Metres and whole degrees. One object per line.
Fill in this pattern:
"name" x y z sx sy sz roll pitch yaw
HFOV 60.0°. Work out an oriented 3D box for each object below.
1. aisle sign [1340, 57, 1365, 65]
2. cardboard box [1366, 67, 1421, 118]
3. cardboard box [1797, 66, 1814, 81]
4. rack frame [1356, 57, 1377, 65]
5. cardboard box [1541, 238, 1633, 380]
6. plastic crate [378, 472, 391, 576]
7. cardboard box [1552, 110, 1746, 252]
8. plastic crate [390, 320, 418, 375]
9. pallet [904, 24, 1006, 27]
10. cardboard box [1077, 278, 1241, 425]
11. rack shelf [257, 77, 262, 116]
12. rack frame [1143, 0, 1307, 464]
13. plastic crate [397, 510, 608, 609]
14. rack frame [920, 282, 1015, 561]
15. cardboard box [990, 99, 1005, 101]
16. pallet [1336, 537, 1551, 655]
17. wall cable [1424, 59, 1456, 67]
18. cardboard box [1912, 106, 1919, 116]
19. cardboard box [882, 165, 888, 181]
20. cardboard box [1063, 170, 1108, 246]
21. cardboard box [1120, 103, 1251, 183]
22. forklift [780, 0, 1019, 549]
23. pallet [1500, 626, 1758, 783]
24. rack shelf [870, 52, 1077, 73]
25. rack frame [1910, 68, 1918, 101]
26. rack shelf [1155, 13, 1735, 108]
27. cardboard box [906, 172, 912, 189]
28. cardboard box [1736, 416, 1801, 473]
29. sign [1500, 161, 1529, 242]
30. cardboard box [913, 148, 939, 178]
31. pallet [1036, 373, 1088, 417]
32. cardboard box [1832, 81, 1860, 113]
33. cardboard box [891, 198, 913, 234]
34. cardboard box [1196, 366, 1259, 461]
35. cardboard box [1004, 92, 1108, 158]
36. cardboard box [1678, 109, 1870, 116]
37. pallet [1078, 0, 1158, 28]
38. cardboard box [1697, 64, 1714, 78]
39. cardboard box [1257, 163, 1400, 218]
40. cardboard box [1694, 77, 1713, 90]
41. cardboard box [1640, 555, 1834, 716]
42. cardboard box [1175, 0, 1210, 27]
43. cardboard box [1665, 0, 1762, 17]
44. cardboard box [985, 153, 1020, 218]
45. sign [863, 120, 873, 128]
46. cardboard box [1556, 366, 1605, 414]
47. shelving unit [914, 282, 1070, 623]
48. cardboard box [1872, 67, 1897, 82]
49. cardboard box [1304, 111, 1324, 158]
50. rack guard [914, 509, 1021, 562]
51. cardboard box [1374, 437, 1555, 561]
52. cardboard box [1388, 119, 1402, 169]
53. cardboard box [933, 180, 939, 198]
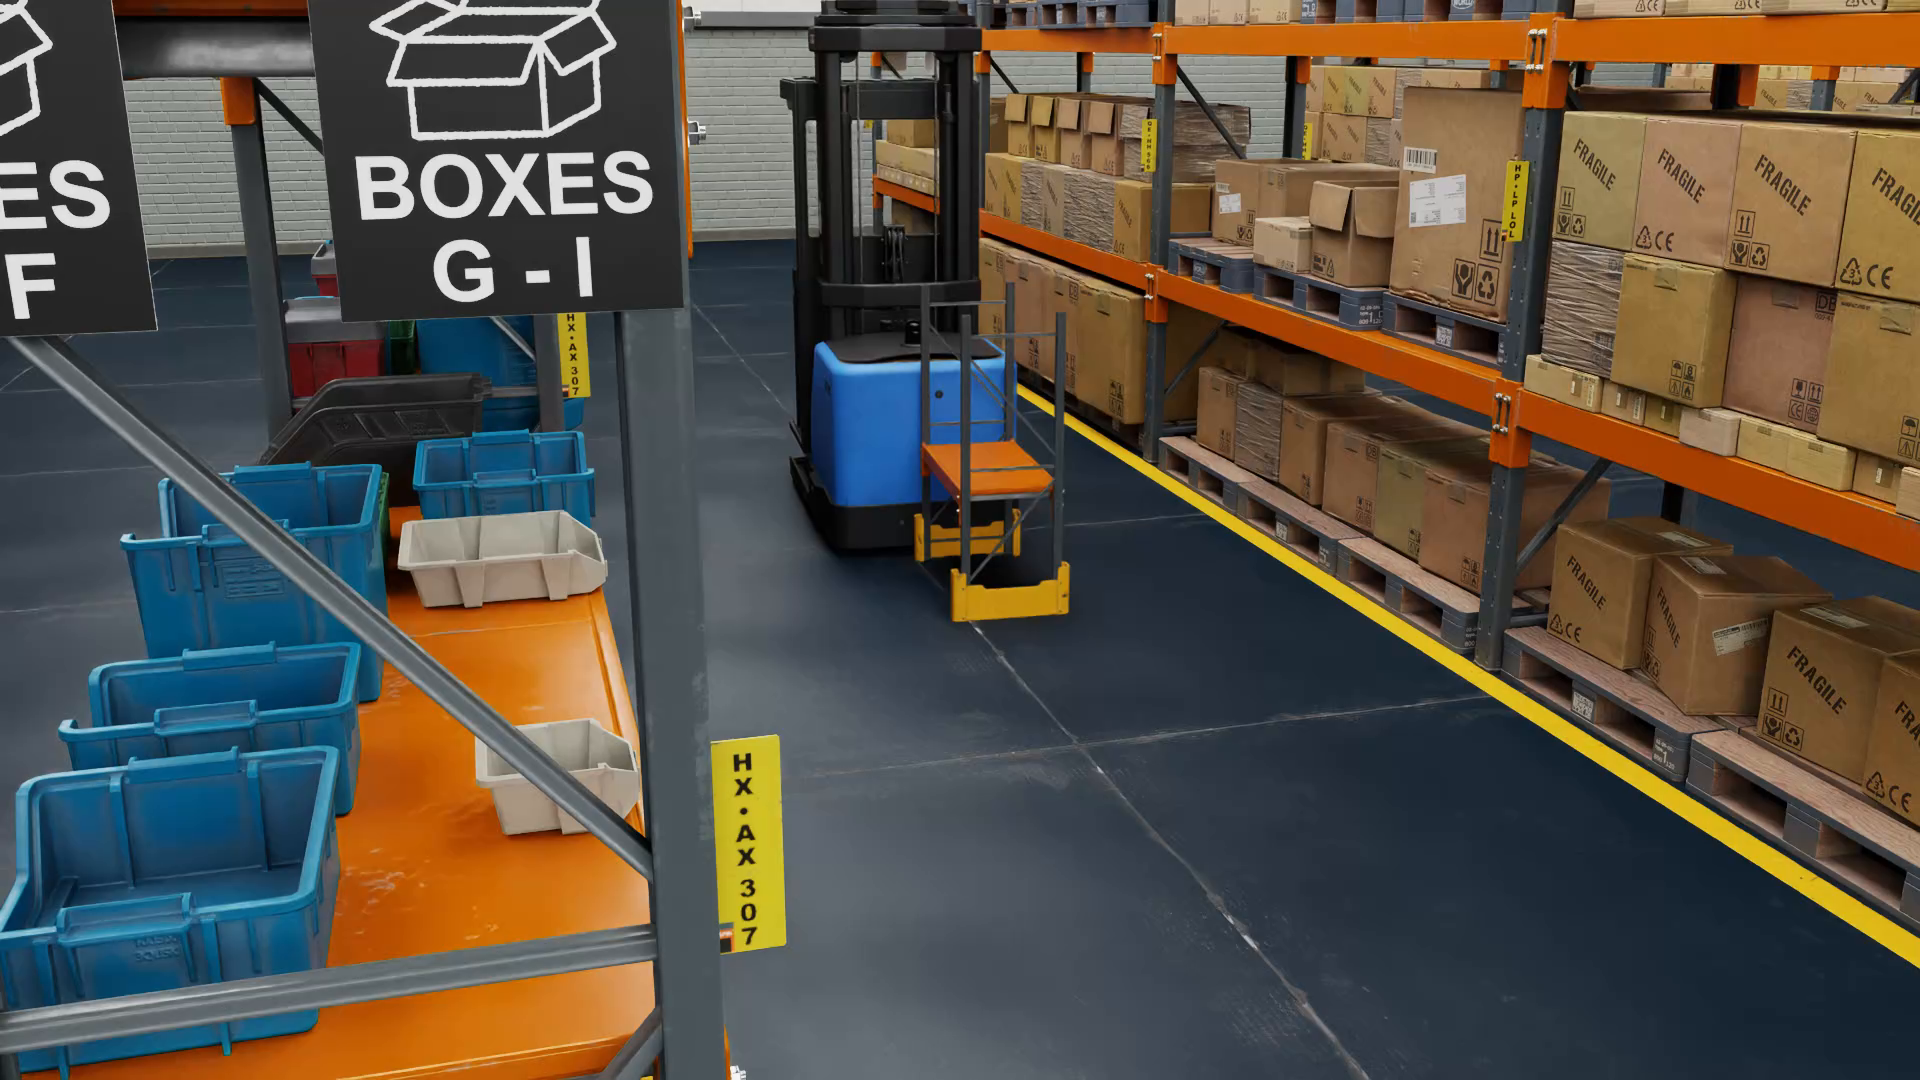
"aisle sign" 4.602 -5.867 19.250 0.394 0.787 0.004 -5 17 -15
"cardboard box" 4.612 -4.676 17.377 0.500 0.500 0.500 -5 18 -17
"cardboard box" 9.483 -5.147 18.332 0.380 0.149 0.250 -5 17 -16
"rack frame" 4.334 -4.578 19.478 1.000 3.000 0.127 -5 17 -15
"cardboard box" 2.899 -0.955 6.727 0.875 0.500 0.500 -5 17 -15
"plastic crate" -1.826 -0.003 4.618 0.450 0.188 0.662 -5 17 -15
"cardboard box" 2.714 -1.419 6.533 0.500 0.500 0.500 -5 17 -15
"plastic crate" -2.677 -0.861 7.471 0.450 0.188 0.662 -5 17 -15
"pallet" 0.090 -5.065 16.041 1.003 0.211 1.213 -5 17 -15
"cardboard box" 1.566 -1.377 11.785 1.225 0.875 0.875 -6 18 -18
"rack shelf" -2.477 -2.148 7.425 1.077 0.370 4.000 -5 17 -15
"rack frame" 1.736 -2.001 10.898 1.000 3.000 0.127 -5 17 -15
"plastic crate" -1.238 0.053 4.521 0.530 0.136 0.437 -5 17 -15
"rack frame" 0.041 -0.624 8.923 0.500 1.500 0.032 -3 17 -11
"cardboard box" 0.119 -3.782 15.268 0.500 0.500 0.500 -5 17 -15
"pallet" 2.619 0.226 8.333 1.003 0.211 1.213 -5 17 -15
"wall cable" 7.493 -7.056 25.909 0.585 1.953 0.123 -5 17 -15
"cardboard box" 6.786 -2.627 11.071 0.700 0.500 0.500 -5 17 -16
"cardboard box" -0.611 -3.898 17.652 0.380 0.149 0.250 -5 17 -16
"cardboard box" 1.084 -2.447 12.211 0.500 0.500 0.500 -5 18 -17
"cardboard box" 1.550 -2.733 11.417 0.797 0.503 0.637 -4 17 -13
"forklift" -0.480 -1.736 10.137 1.130 2.935 3.031 -3 17 -11
"pallet" 3.053 0.624 7.007 1.003 0.211 1.213 -5 17 -15
"rack shelf" 0.087 -4.752 16.096 1.077 0.370 4.000 -5 17 -15
"rack frame" 10.165 -3.891 17.190 1.000 3.000 0.127 -5 17 -15
"rack shelf" 2.285 -2.540 8.729 1.077 0.370 4.000 -5 17 -15
"cardboard box" -0.327 -3.613 16.704 0.380 0.149 0.250 -5 17 -16
"cardboard box" 2.972 -0.347 5.829 0.380 0.149 0.250 -5 17 -15
"sign" 2.302 -1.404 6.899 0.100 0.325 0.005 -5 17 -15
"cardboard box" -0.158 -3.704 16.311 0.500 0.250 0.500 -5 17 -16
"pallet" 1.260 -1.226 13.167 1.003 0.211 1.213 -5 17 -15
"cardboard box" 9.638 -4.667 17.863 0.500 0.500 0.500 -5 17 -16
"cardboard box" -0.210 -3.226 17.942 0.875 0.875 0.875 -5 17 -15
"cardboard box" 1.939 -0.830 10.583 0.700 0.500 0.500 -6 18 -18
"cardboard box" 0.820 -3.459 13.837 0.797 0.503 0.637 -5 17 -17
"cardboard box" 3.223 -1.461 6.672 0.500 0.500 0.500 -5 17 -15
"pallet" 1.508 -3.521 11.073 1.213 0.211 1.003 -4 17 -13
"cardboard box" 8.998 -5.567 19.730 0.380 0.149 0.250 -4 17 -14
"cardboard box" 2.172 -1.957 9.849 0.700 0.500 0.500 -2 17 -7
"cardboard box" 9.072 -5.226 19.724 0.500 0.500 0.500 -5 17 -17
"cardboard box" 3.071 0.373 6.610 0.500 0.500 0.500 1 17 2
"cardboard box" 1.620 -3.215 9.989 0.500 0.250 0.500 -4 17 -14
"cardboard box" 2.862 -1.968 5.837 0.500 0.250 0.500 -5 17 -16
"cardboard box" 0.522 -3.008 14.078 0.500 0.500 0.500 -5 17 -15
"sign" -0.998 -4.624 17.989 0.100 0.325 0.005 -5 17 -15
"cardboard box" 2.661 -0.621 6.740 0.380 0.149 0.250 -5 17 -15
"shelving unit" 0.144 -0.484 8.455 0.587 1.500 1.083 -3 17 -11
"cardboard box" 9.806 -4.870 17.410 0.380 0.149 0.250 -4 17 -14
"cardboard box" 4.192 -4.622 18.934 0.500 0.500 0.500 -4 17 -13
"rack guard" 0.041 -0.025 9.102 0.587 0.250 0.087 -3 17 -11
"cardboard box" 2.574 -0.213 8.527 0.700 0.500 0.500 -5 17 -16
"cardboard box" 4.751 -4.055 17.045 0.500 0.500 0.500 -5 17 -16
"cardboard box" -0.046 -3.330 15.760 0.380 0.149 0.250 -4 17 -14
